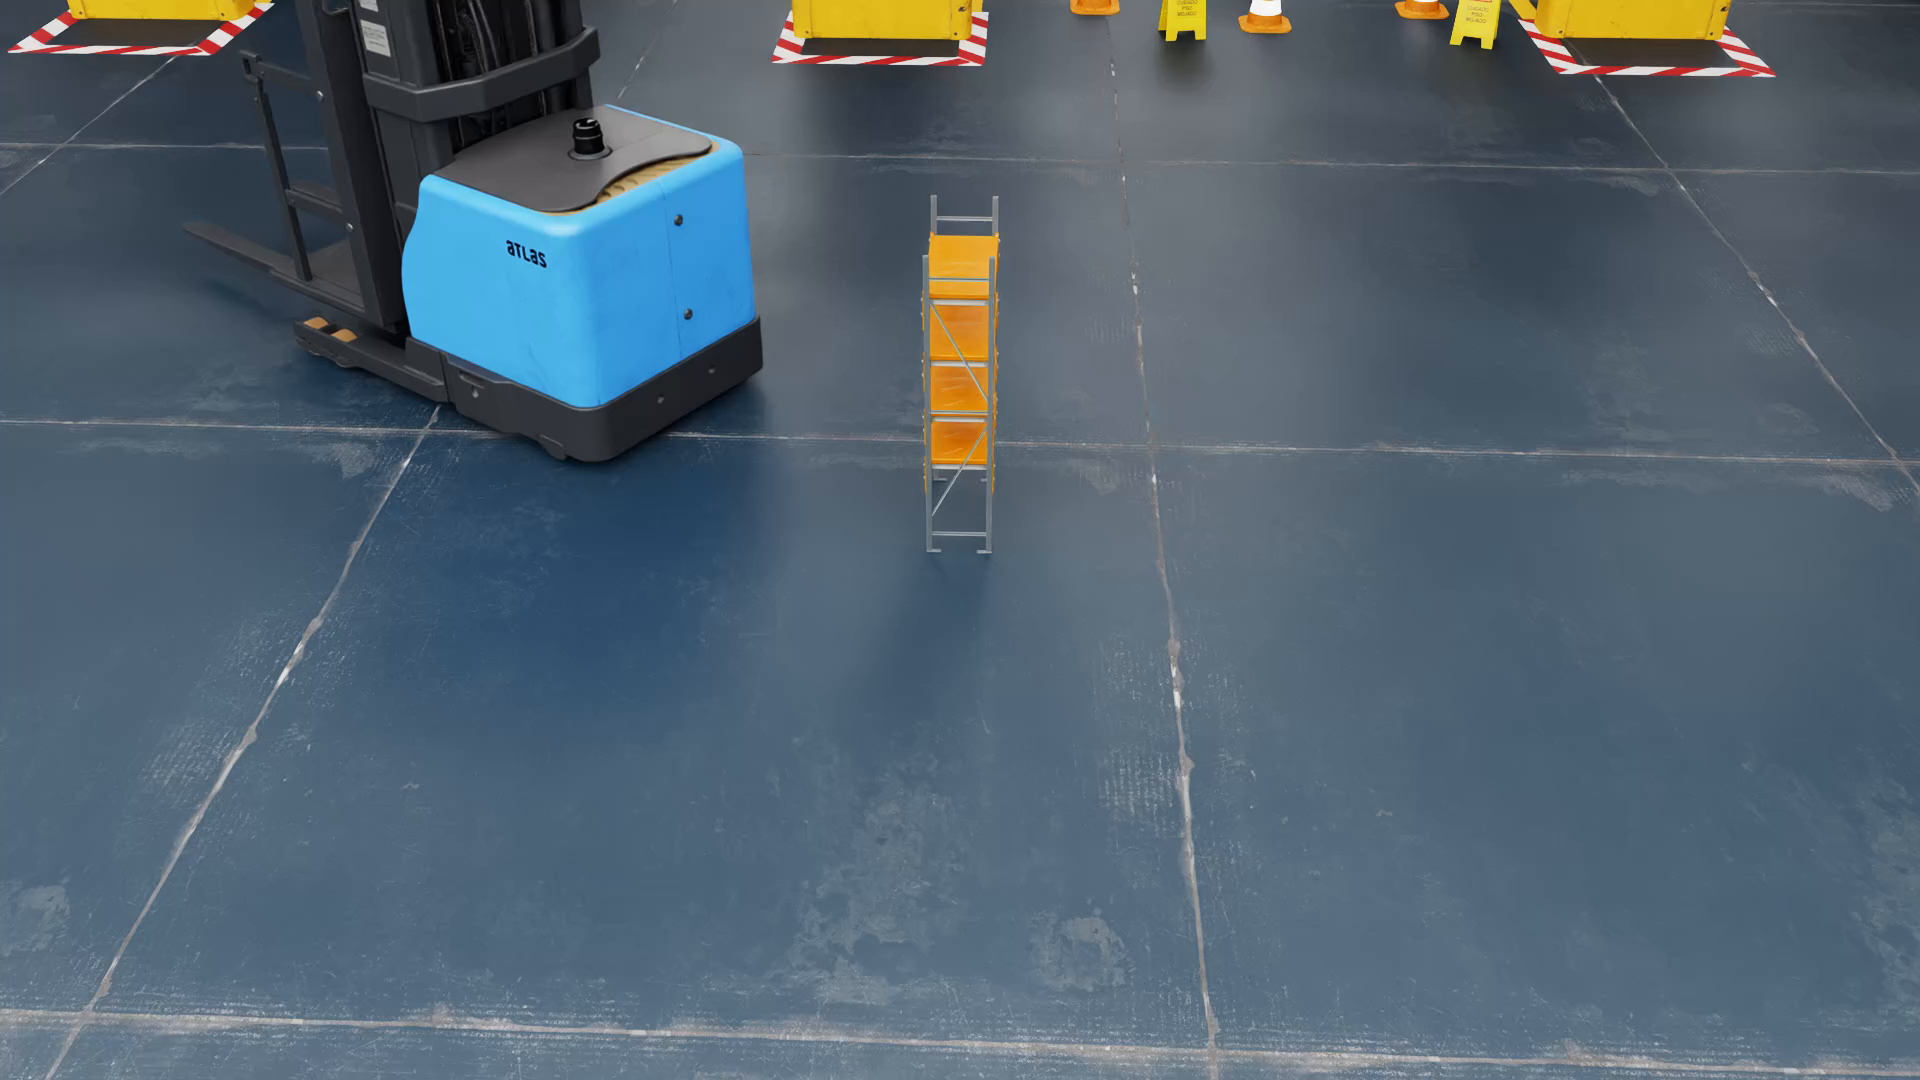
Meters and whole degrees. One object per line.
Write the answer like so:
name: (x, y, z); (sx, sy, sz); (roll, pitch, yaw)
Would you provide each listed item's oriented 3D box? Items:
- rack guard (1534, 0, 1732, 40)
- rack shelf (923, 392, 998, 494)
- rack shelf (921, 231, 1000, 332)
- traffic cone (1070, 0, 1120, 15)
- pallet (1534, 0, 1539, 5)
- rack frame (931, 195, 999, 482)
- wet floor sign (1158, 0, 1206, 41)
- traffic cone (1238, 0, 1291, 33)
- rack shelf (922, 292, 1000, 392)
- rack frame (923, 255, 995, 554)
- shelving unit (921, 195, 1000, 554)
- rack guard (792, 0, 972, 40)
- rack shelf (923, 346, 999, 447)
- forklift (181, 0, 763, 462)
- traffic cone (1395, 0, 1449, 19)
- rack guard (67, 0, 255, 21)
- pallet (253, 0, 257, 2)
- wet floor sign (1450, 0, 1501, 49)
rack guard: (4.443, -3.600, 10.937); (1.175, 0.500, 0.348); (1, 35, 2)
rack shelf: (0.007, -0.368, 6.193); (0.258, 0.148, 0.480); (1, 35, 2)
rack shelf: (0.007, -0.907, 5.814); (0.258, 0.148, 0.480); (1, 35, 2)
traffic cone: (0.930, -3.869, 11.353); (0.336, 0.463, 0.334); (1, 35, 2)
pallet: (4.511, -3.947, 11.683); (1.003, 0.211, 1.213); (1, 35, 2)
rack frame: (0.016, -0.726, 6.240); (0.240, 1.200, 0.015); (1, 35, 2)
wet floor sign: (1.467, -3.609, 10.825); (0.267, 0.644, 0.232); (-4, 35, -6)
traffic cone: (2.046, -3.648, 11.038); (0.336, 0.463, 0.334); (1, 35, 2)
rack shelf: (0.007, -0.714, 5.950); (0.258, 0.148, 0.480); (1, 35, 2)
rack frame: (-0.003, -0.446, 5.841); (0.240, 1.200, 0.015); (1, 35, 2)
shelving unit: (0.007, -0.586, 6.040); (0.258, 1.200, 0.503); (1, 35, 2)
rack guard: (-0.511, -3.599, 10.936); (1.175, 0.500, 0.348); (1, 35, 2)
rack shelf: (0.007, -0.531, 6.079); (0.258, 0.148, 0.480); (1, 35, 2)
forklift: (-2.343, -2.179, 6.802); (3.031, 2.935, 1.130); (23, 41, 29)
traffic cone: (3.169, -3.818, 11.280); (0.336, 0.463, 0.334); (1, 35, 2)
rack guard: (-5.459, -3.829, 11.263); (1.175, 0.500, 0.348); (1, 35, 2)
pallet: (-5.391, -4.176, 12.009); (1.003, 0.211, 1.213); (1, 35, 2)
wet floor sign: (3.363, -3.531, 10.713); (0.267, 0.644, 0.232); (13, 37, 18)
